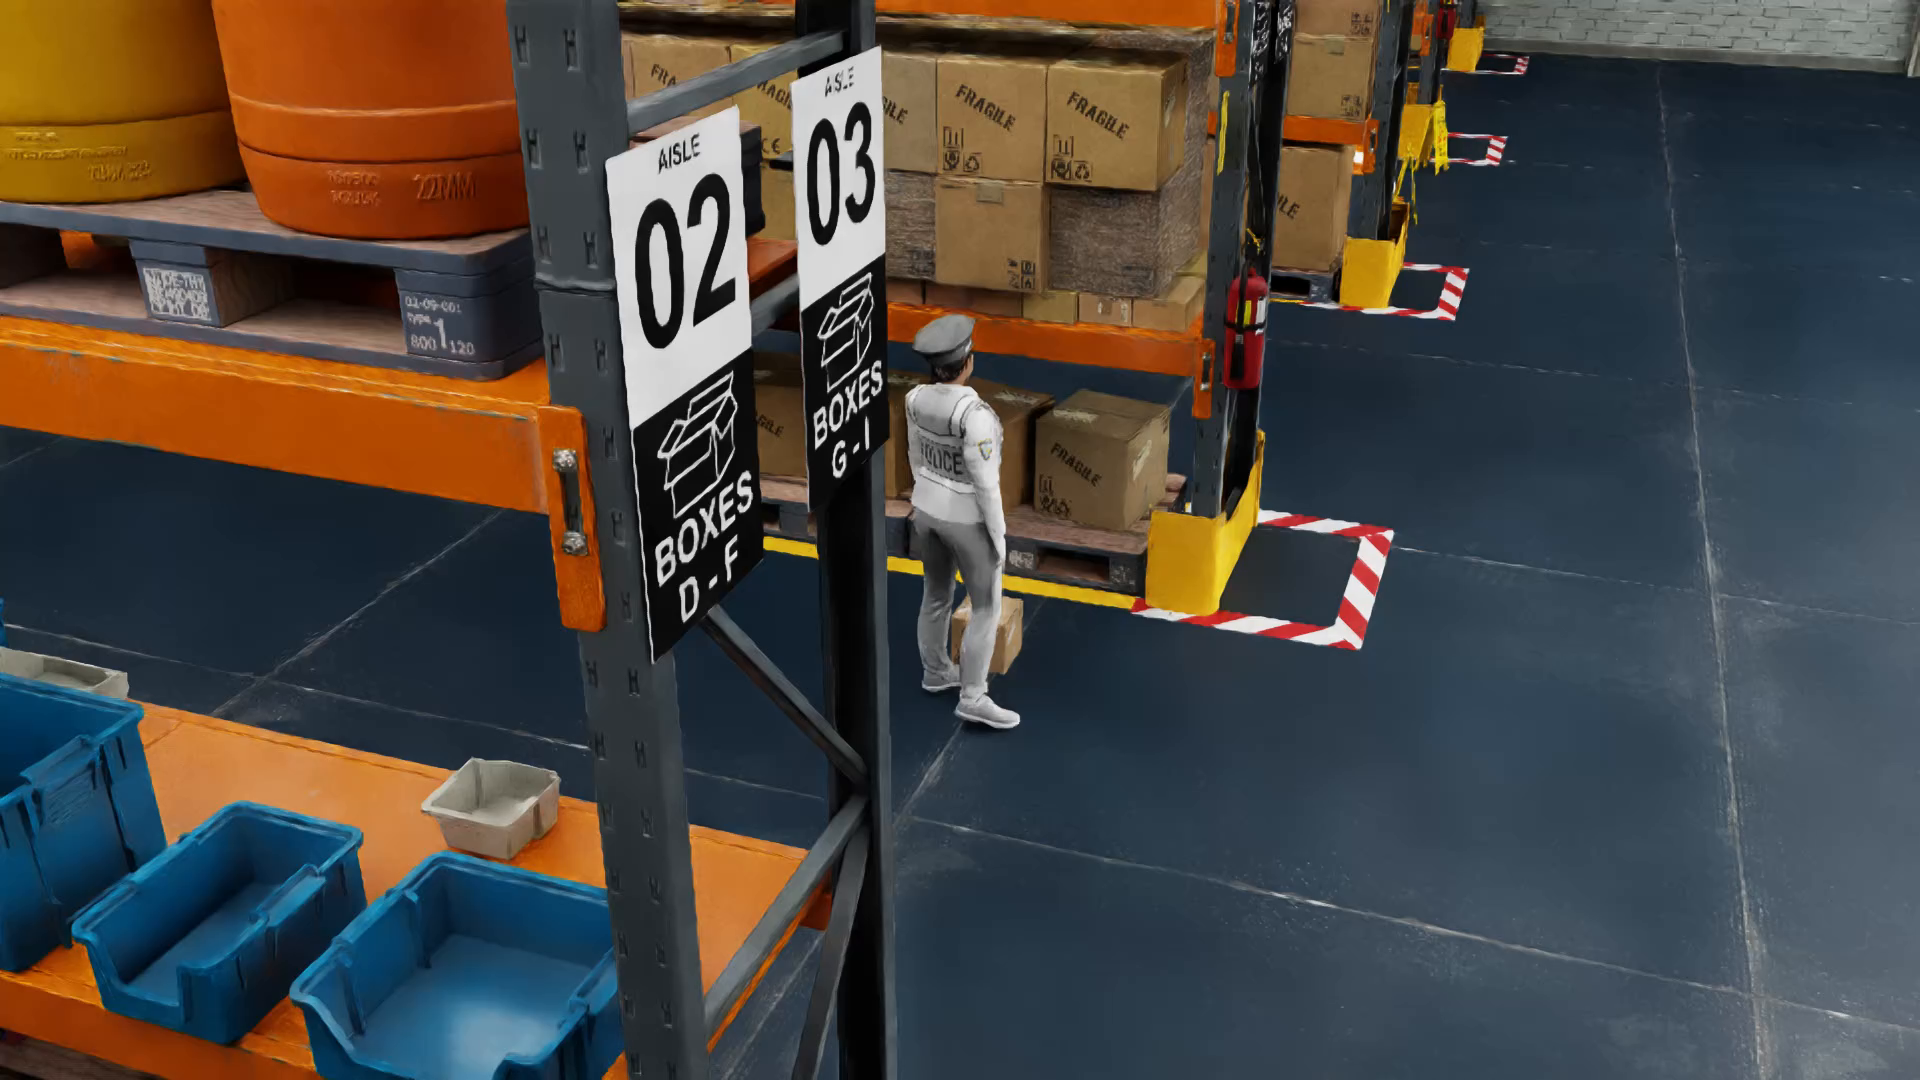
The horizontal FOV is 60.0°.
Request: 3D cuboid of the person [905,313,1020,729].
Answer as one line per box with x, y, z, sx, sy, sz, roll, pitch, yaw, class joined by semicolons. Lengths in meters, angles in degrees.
0.022;-0.067;6.721;0.373;1.712;0.573;-22;33;-38;person
